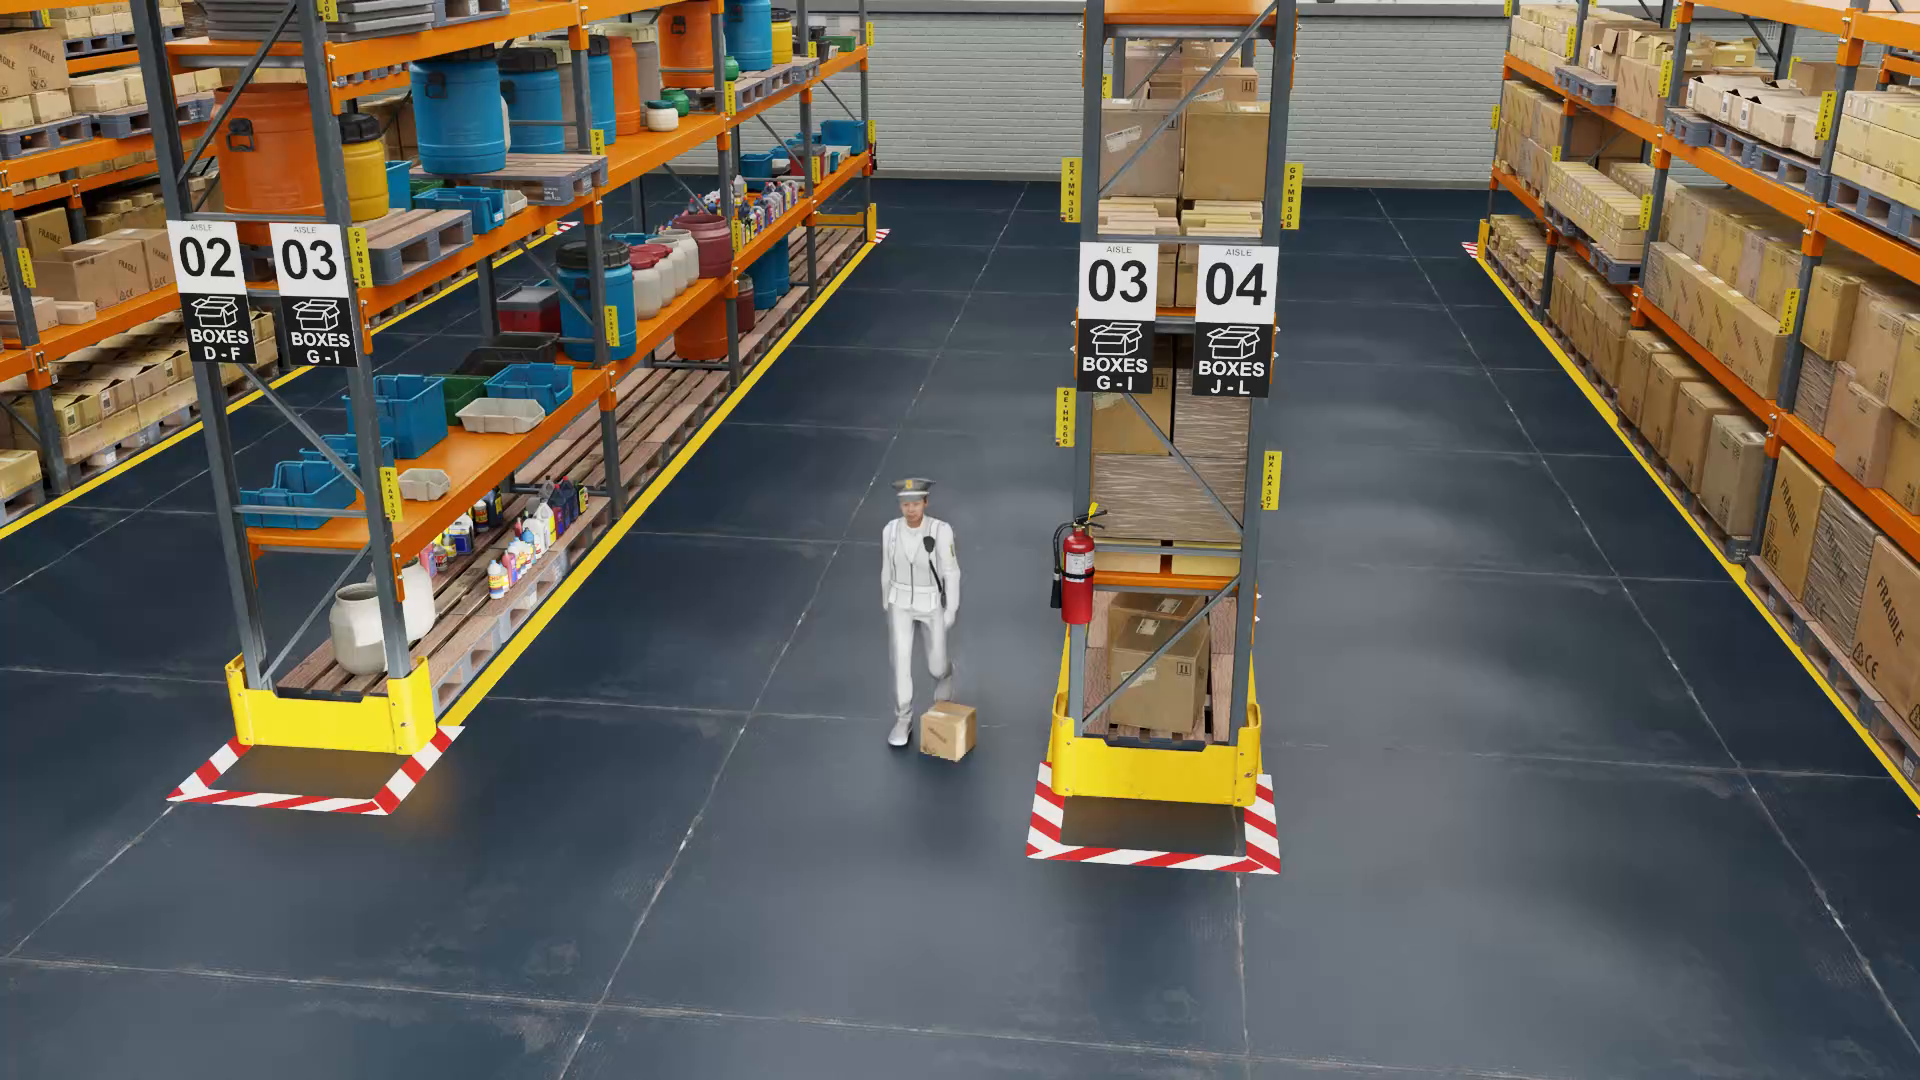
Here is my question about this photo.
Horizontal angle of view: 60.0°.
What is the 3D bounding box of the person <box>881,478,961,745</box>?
[{"bbox_3d":[-0.226,0.371,10.055,0.485,1.672,0.653,4,22,11],"label":"person"}]
